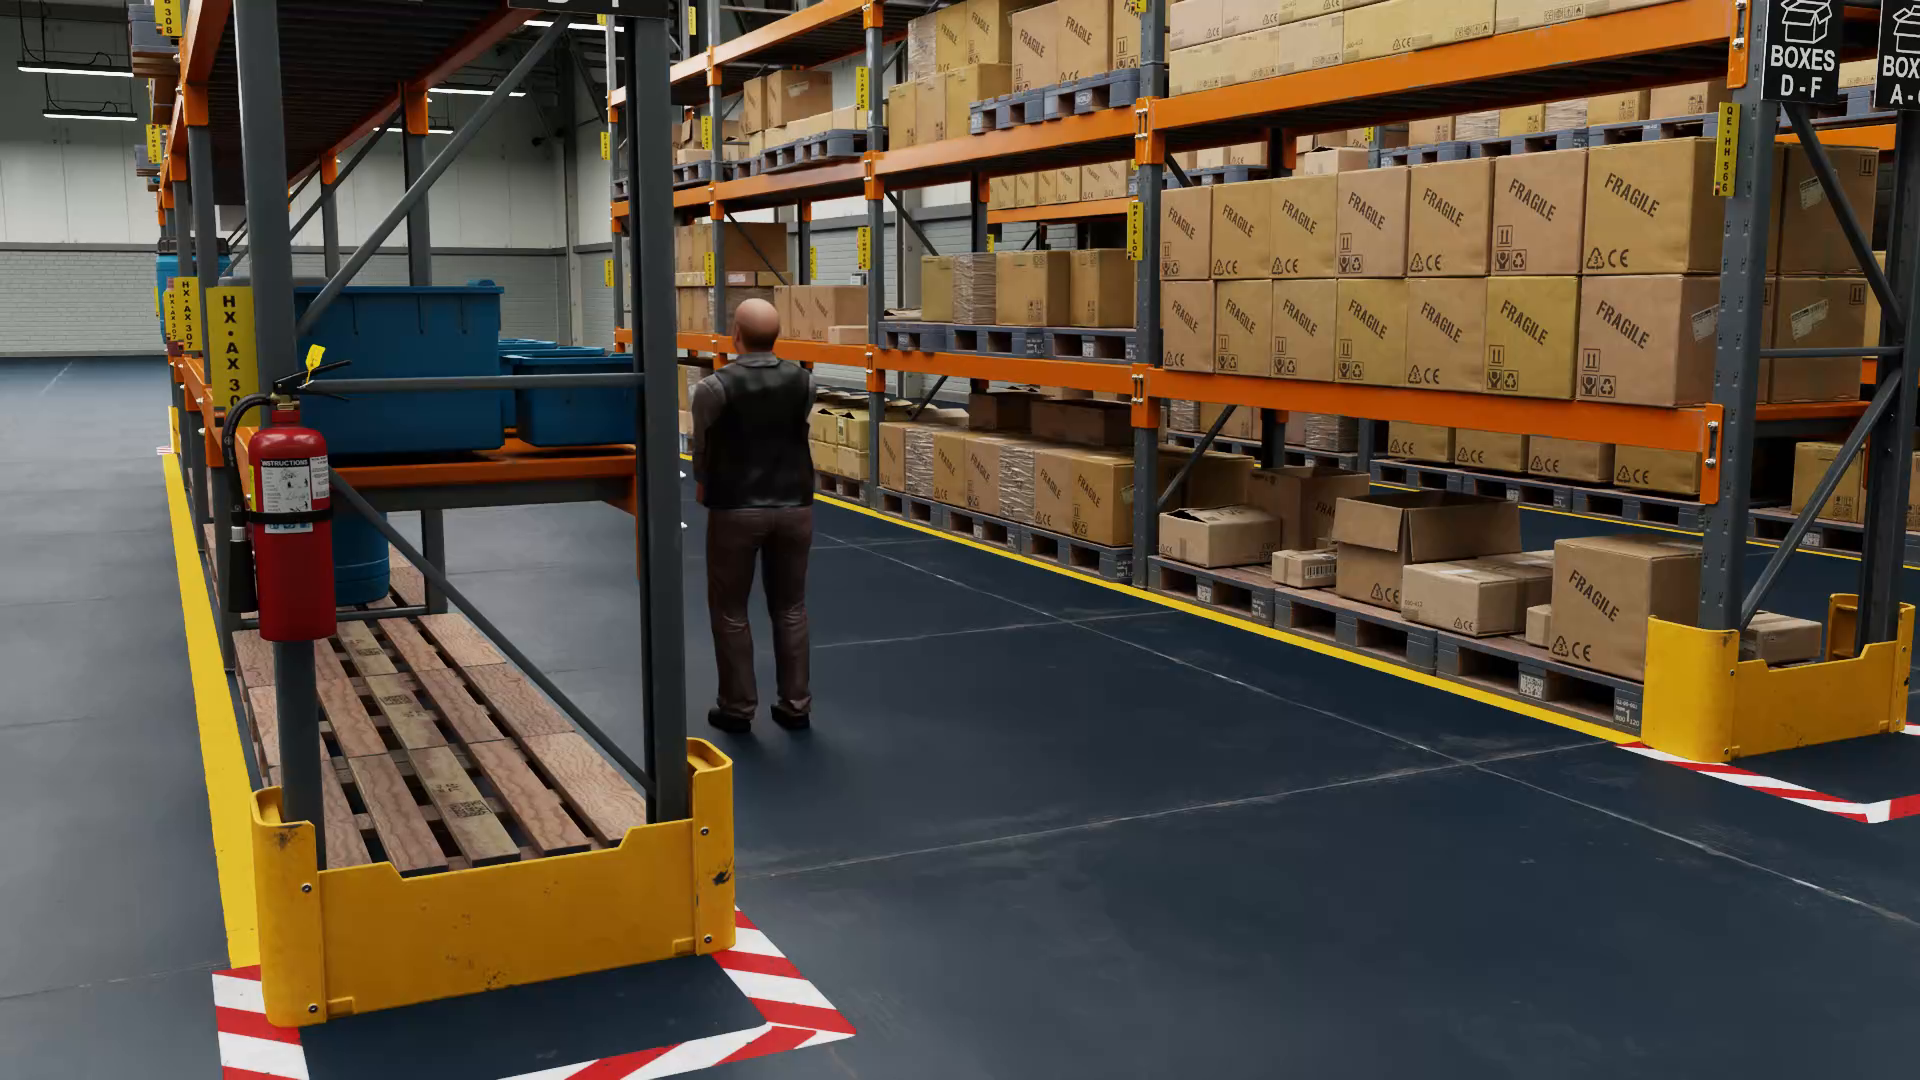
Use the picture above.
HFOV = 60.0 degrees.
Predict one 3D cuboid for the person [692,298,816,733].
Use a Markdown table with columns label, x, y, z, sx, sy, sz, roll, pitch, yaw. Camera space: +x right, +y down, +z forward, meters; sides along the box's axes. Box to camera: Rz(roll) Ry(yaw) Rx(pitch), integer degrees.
| label | x | y | z | sx | sy | sz | roll | pitch | yaw |
| --- | --- | --- | --- | --- | --- | --- | --- | --- | --- |
| person | -0.845 | -0.101 | 6.635 | 0.494 | 1.711 | 0.551 | -4 | 9 | -26 |
